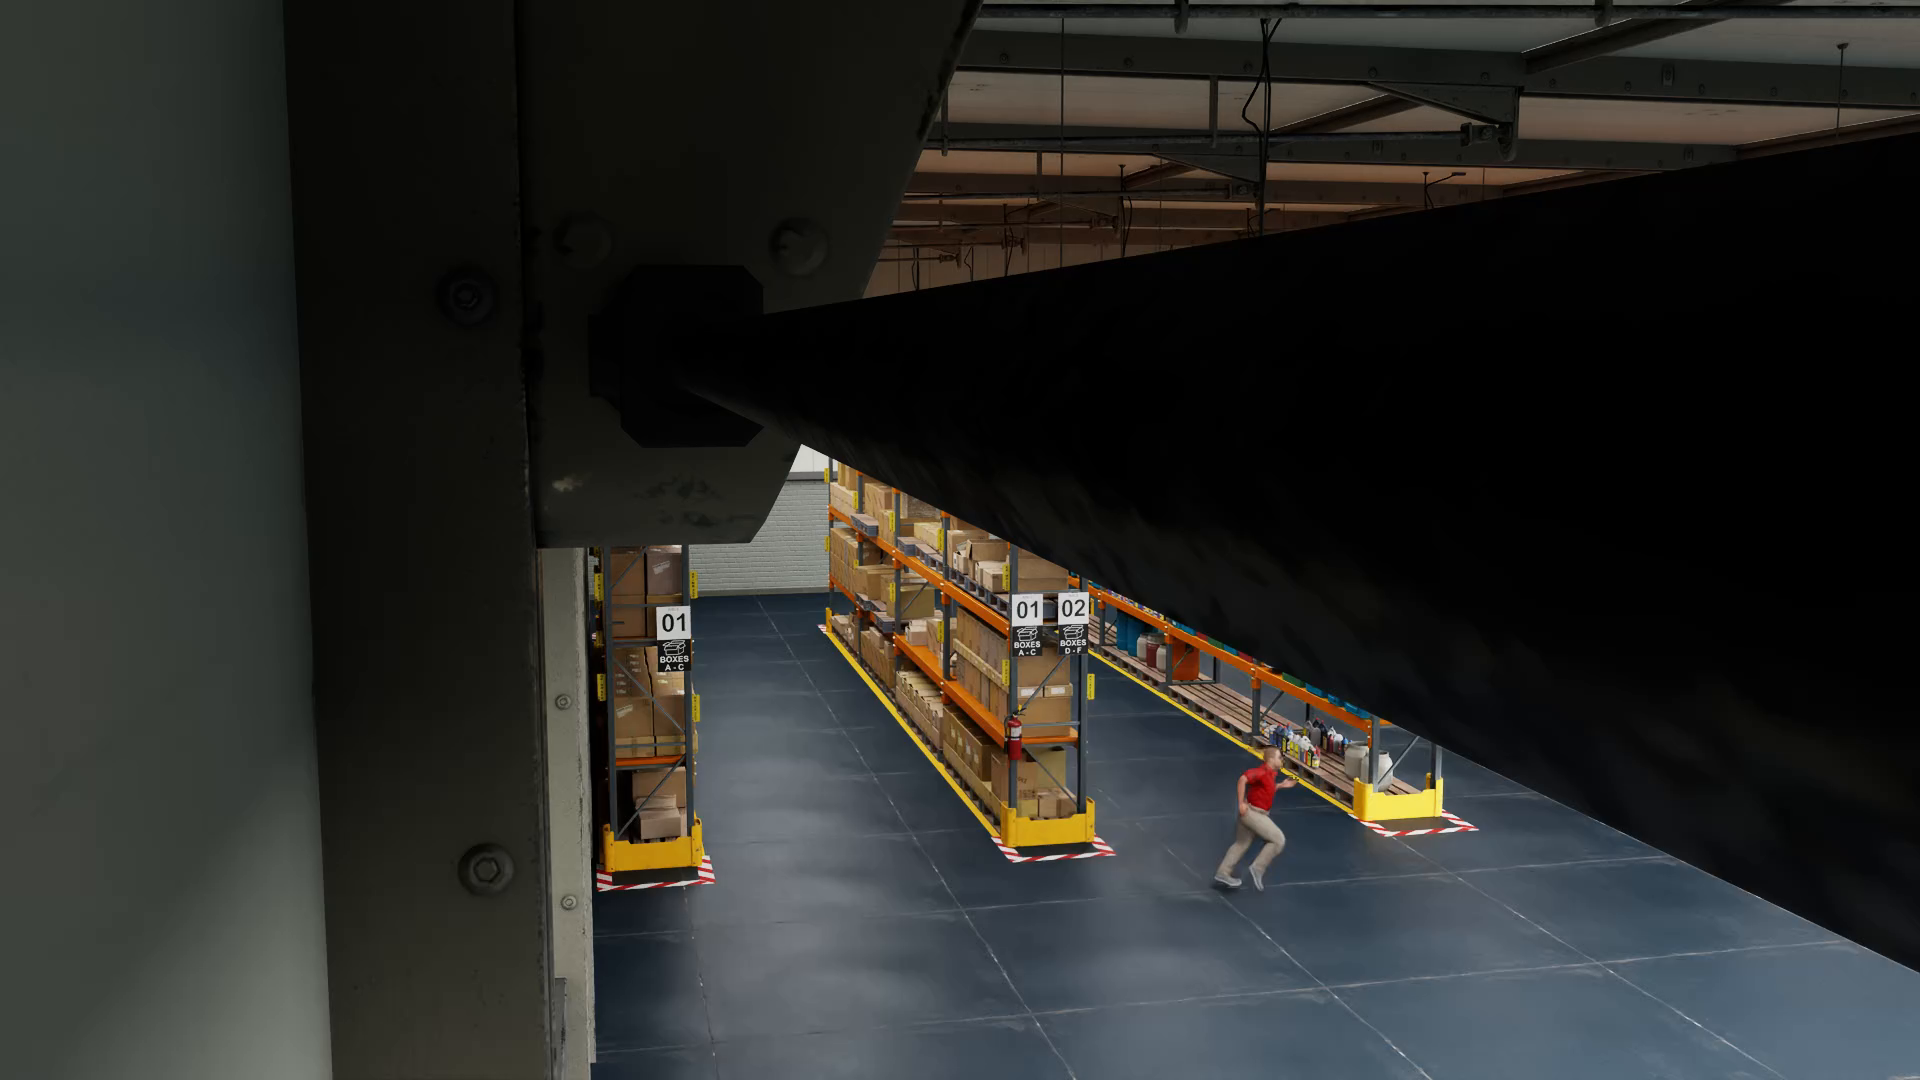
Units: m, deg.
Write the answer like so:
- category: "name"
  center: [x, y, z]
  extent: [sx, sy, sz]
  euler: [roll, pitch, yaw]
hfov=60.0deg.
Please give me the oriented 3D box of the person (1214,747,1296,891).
- category: "person"
  center: [3.430, 3.219, 19.233]
  extent: [0.899, 1.677, 0.645]
  euler: [1, 7, 6]
